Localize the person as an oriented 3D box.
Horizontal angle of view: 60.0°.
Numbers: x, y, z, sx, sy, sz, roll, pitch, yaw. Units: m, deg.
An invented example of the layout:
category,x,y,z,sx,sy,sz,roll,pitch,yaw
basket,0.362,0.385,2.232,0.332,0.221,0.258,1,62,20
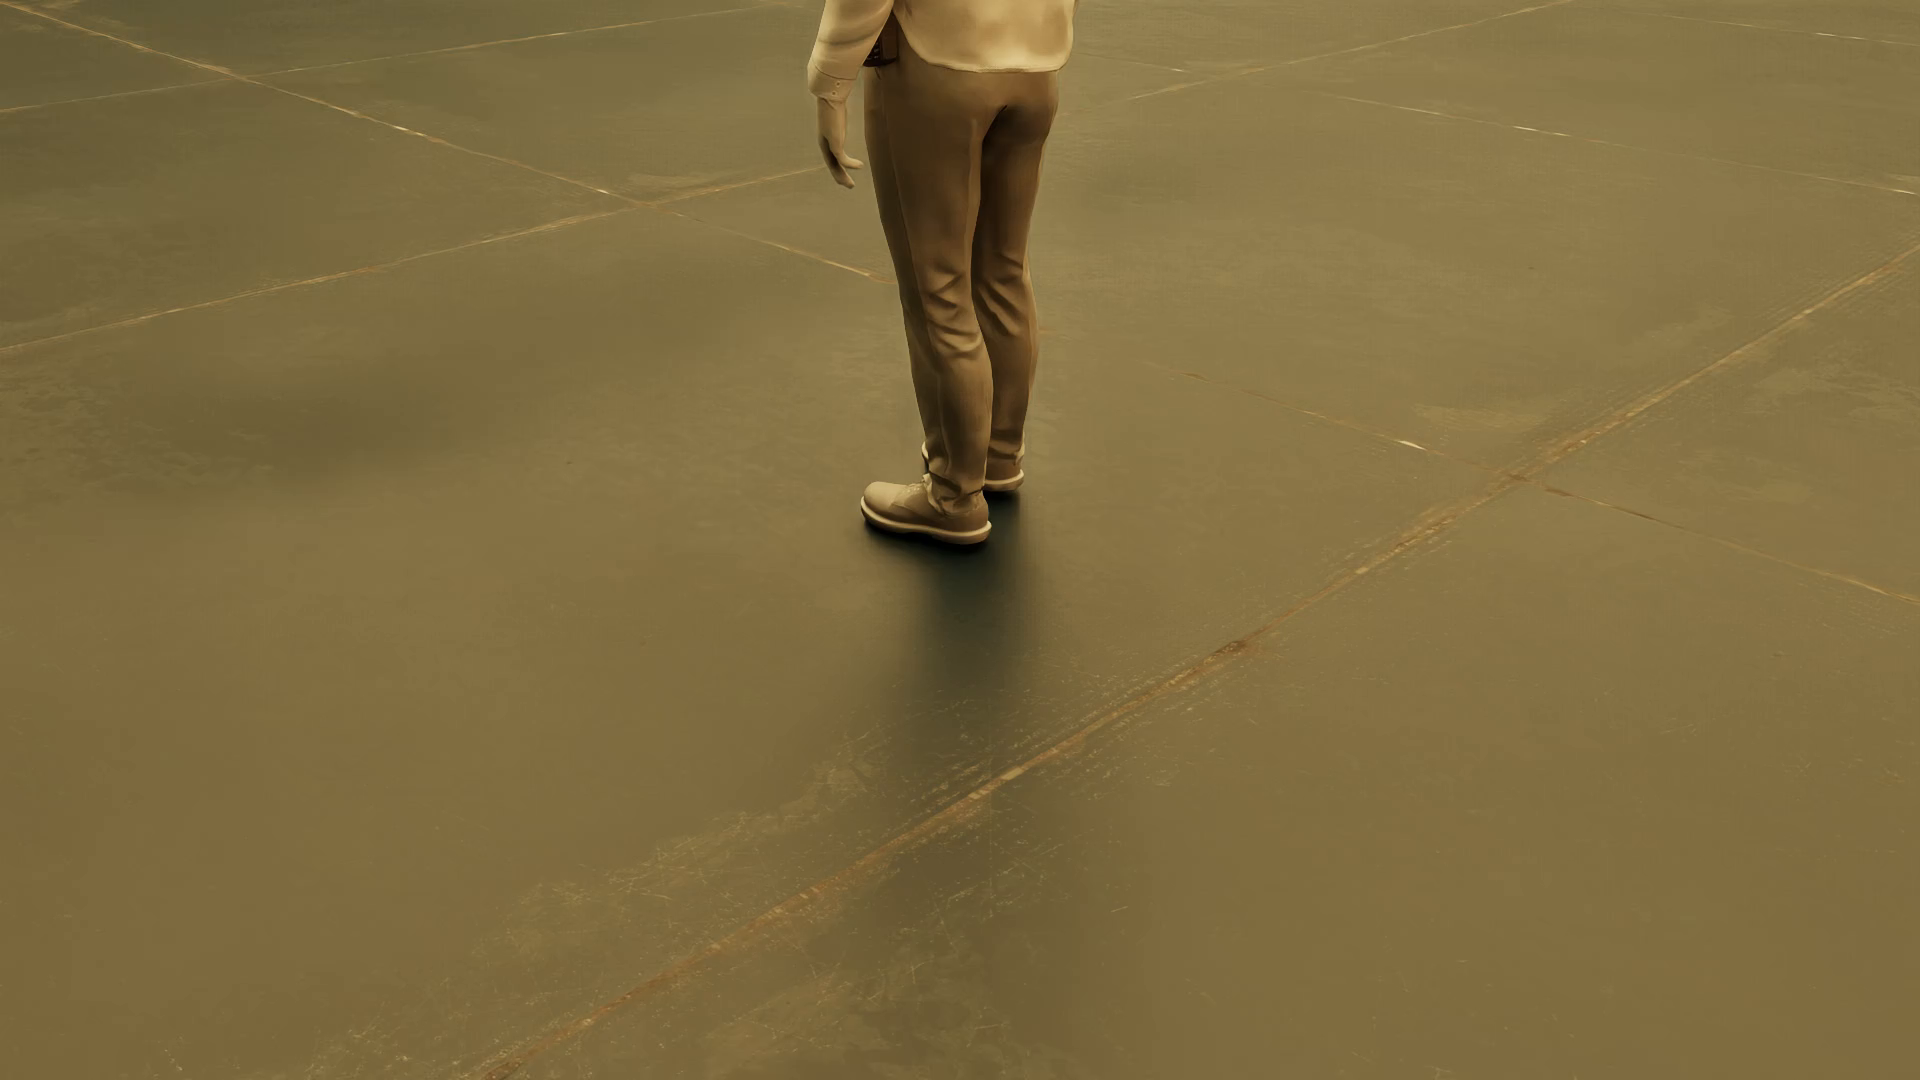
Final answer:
category,x,y,z,sx,sy,sz,roll,pitch,yaw
person,-0.044,-0.791,2.778,0.586,1.694,0.530,-24,35,-39
